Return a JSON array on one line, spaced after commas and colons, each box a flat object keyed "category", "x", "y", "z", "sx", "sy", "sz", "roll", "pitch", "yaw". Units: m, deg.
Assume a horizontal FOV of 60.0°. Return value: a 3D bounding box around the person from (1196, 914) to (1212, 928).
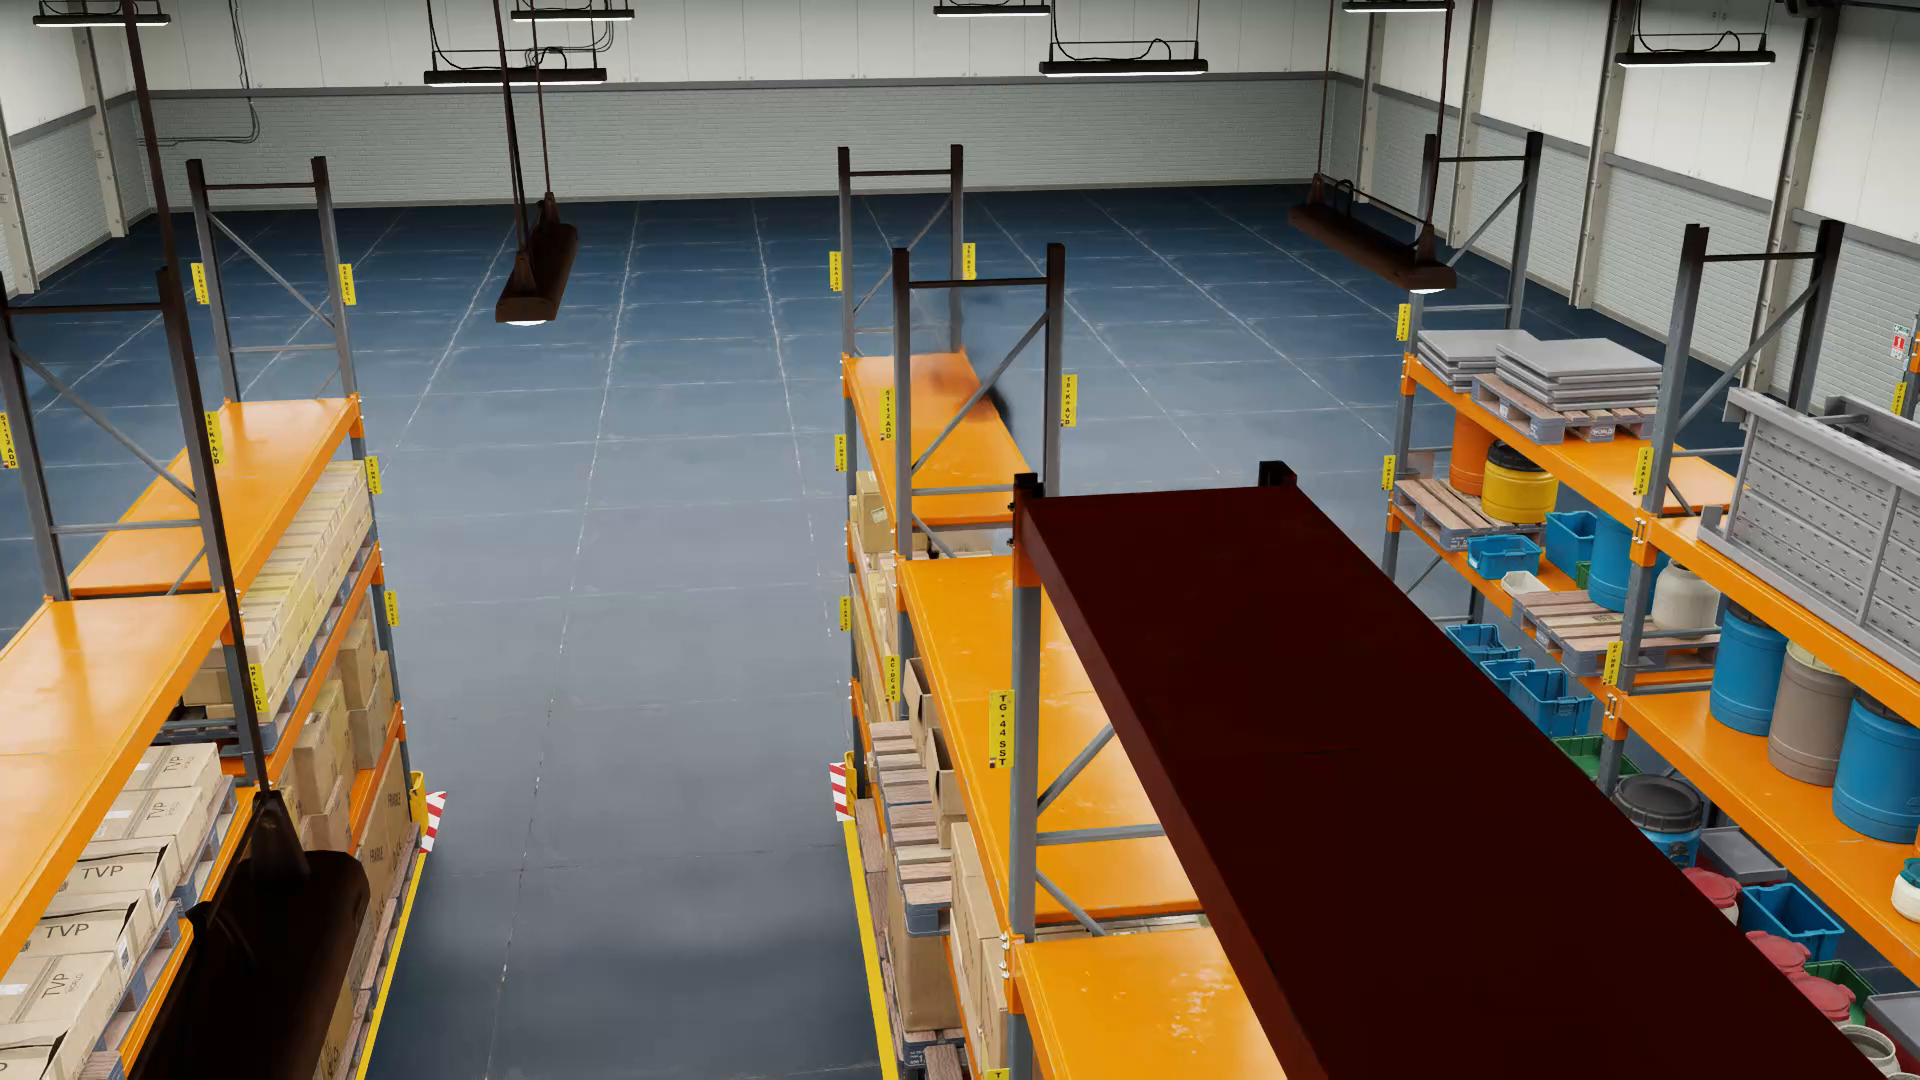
[{"category": "person", "x": 1.635, "y": 2.987, "z": 11.761, "sx": 0.577, "sy": 1.659, "sz": 0.955, "roll": -7, "pitch": 23, "yaw": -17}]
